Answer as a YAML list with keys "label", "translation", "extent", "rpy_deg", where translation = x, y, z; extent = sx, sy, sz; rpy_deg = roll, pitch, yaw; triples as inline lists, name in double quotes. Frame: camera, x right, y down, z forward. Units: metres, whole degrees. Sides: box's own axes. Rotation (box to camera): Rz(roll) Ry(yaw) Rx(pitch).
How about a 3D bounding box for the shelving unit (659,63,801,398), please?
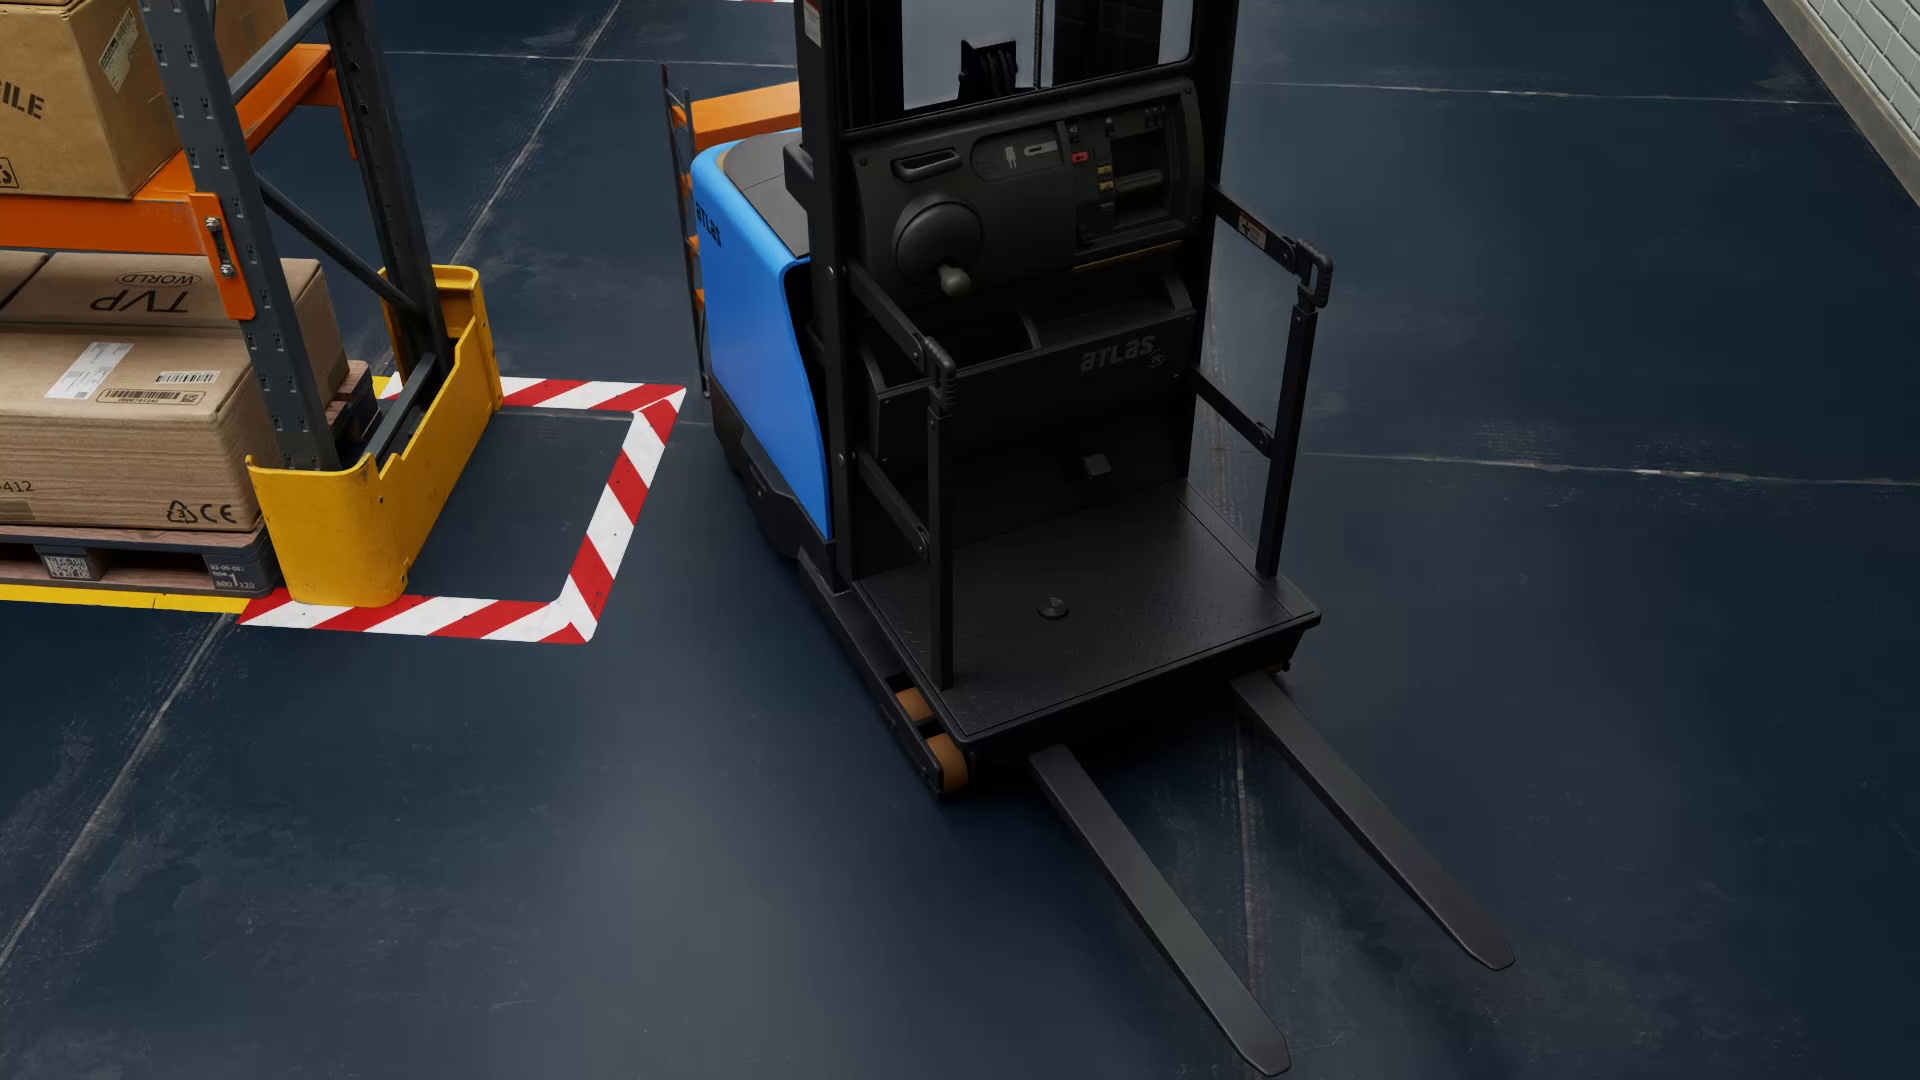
- label: "shelving unit"
  translation: [-0.647, -1.010, 5.533]
  extent: [0.503, 1.200, 0.258]
  rpy_deg: [-17, 40, -20]

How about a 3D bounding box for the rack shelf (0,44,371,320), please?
- label: "rack shelf"
  translation: [-3.838, -1.164, 4.873]
  extent: [4.000, 0.370, 1.077]
  rpy_deg: [3, 39, 4]

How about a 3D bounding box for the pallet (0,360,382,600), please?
- label: "pallet"
  translation: [-2.649, -0.247, 5.386]
  extent: [1.213, 0.211, 1.003]
  rpy_deg: [3, 39, 4]

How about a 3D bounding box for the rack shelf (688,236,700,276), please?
- label: "rack shelf"
  translation: [-0.646, -0.957, 5.574]
  extent: [0.480, 0.148, 0.258]
  rpy_deg: [-17, 40, -20]

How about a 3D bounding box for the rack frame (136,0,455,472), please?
- label: "rack frame"
  translation: [-1.846, -1.334, 4.512]
  extent: [0.127, 3.000, 1.000]
  rpy_deg: [3, 39, 4]

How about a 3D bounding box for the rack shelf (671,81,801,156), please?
- label: "rack shelf"
  translation: [-0.653, -1.323, 5.295]
  extent: [0.480, 0.148, 0.258]
  rpy_deg: [-17, 40, -20]

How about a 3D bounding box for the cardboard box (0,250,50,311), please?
- label: "cardboard box"
  translation: [-3.424, -0.521, 5.210]
  extent: [0.875, 0.438, 0.875]
  rpy_deg: [4, 39, 5]

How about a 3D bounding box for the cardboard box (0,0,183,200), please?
- label: "cardboard box"
  translation: [-2.349, -1.232, 4.309]
  extent: [0.500, 0.500, 0.500]
  rpy_deg: [3, 39, 4]

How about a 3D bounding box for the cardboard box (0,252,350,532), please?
- label: "cardboard box"
  translation: [-2.512, -0.476, 5.156]
  extent: [0.875, 0.438, 0.875]
  rpy_deg: [2, 39, 2]

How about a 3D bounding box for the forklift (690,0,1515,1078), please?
- label: "forklift"
  translation: [0.279, -0.780, 3.887]
  extent: [1.130, 2.935, 3.031]
  rpy_deg: [-17, 42, -20]

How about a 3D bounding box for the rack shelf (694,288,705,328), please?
- label: "rack shelf"
  translation: [-0.643, -0.799, 5.694]
  extent: [0.480, 0.148, 0.258]
  rpy_deg: [-17, 40, -20]

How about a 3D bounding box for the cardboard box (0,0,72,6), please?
- label: "cardboard box"
  translation: [-2.346, -1.637, 4.014]
  extent: [0.500, 0.500, 0.500]
  rpy_deg: [4, 39, 5]

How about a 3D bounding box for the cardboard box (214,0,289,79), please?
- label: "cardboard box"
  translation: [-2.299, -1.579, 4.735]
  extent: [0.500, 0.500, 0.500]
  rpy_deg: [3, 39, 3]

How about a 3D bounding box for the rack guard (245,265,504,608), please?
- label: "rack guard"
  translation: [-1.822, -0.363, 5.300]
  extent: [0.348, 0.500, 1.175]
  rpy_deg: [3, 39, 4]

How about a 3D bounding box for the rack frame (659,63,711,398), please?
- label: "rack frame"
  translation: [-0.866, -0.942, 5.449]
  extent: [0.015, 1.200, 0.240]
  rpy_deg: [-17, 40, -20]

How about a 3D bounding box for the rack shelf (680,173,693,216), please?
- label: "rack shelf"
  translation: [-0.650, -1.135, 5.438]
  extent: [0.480, 0.148, 0.258]
  rpy_deg: [-17, 40, -20]
